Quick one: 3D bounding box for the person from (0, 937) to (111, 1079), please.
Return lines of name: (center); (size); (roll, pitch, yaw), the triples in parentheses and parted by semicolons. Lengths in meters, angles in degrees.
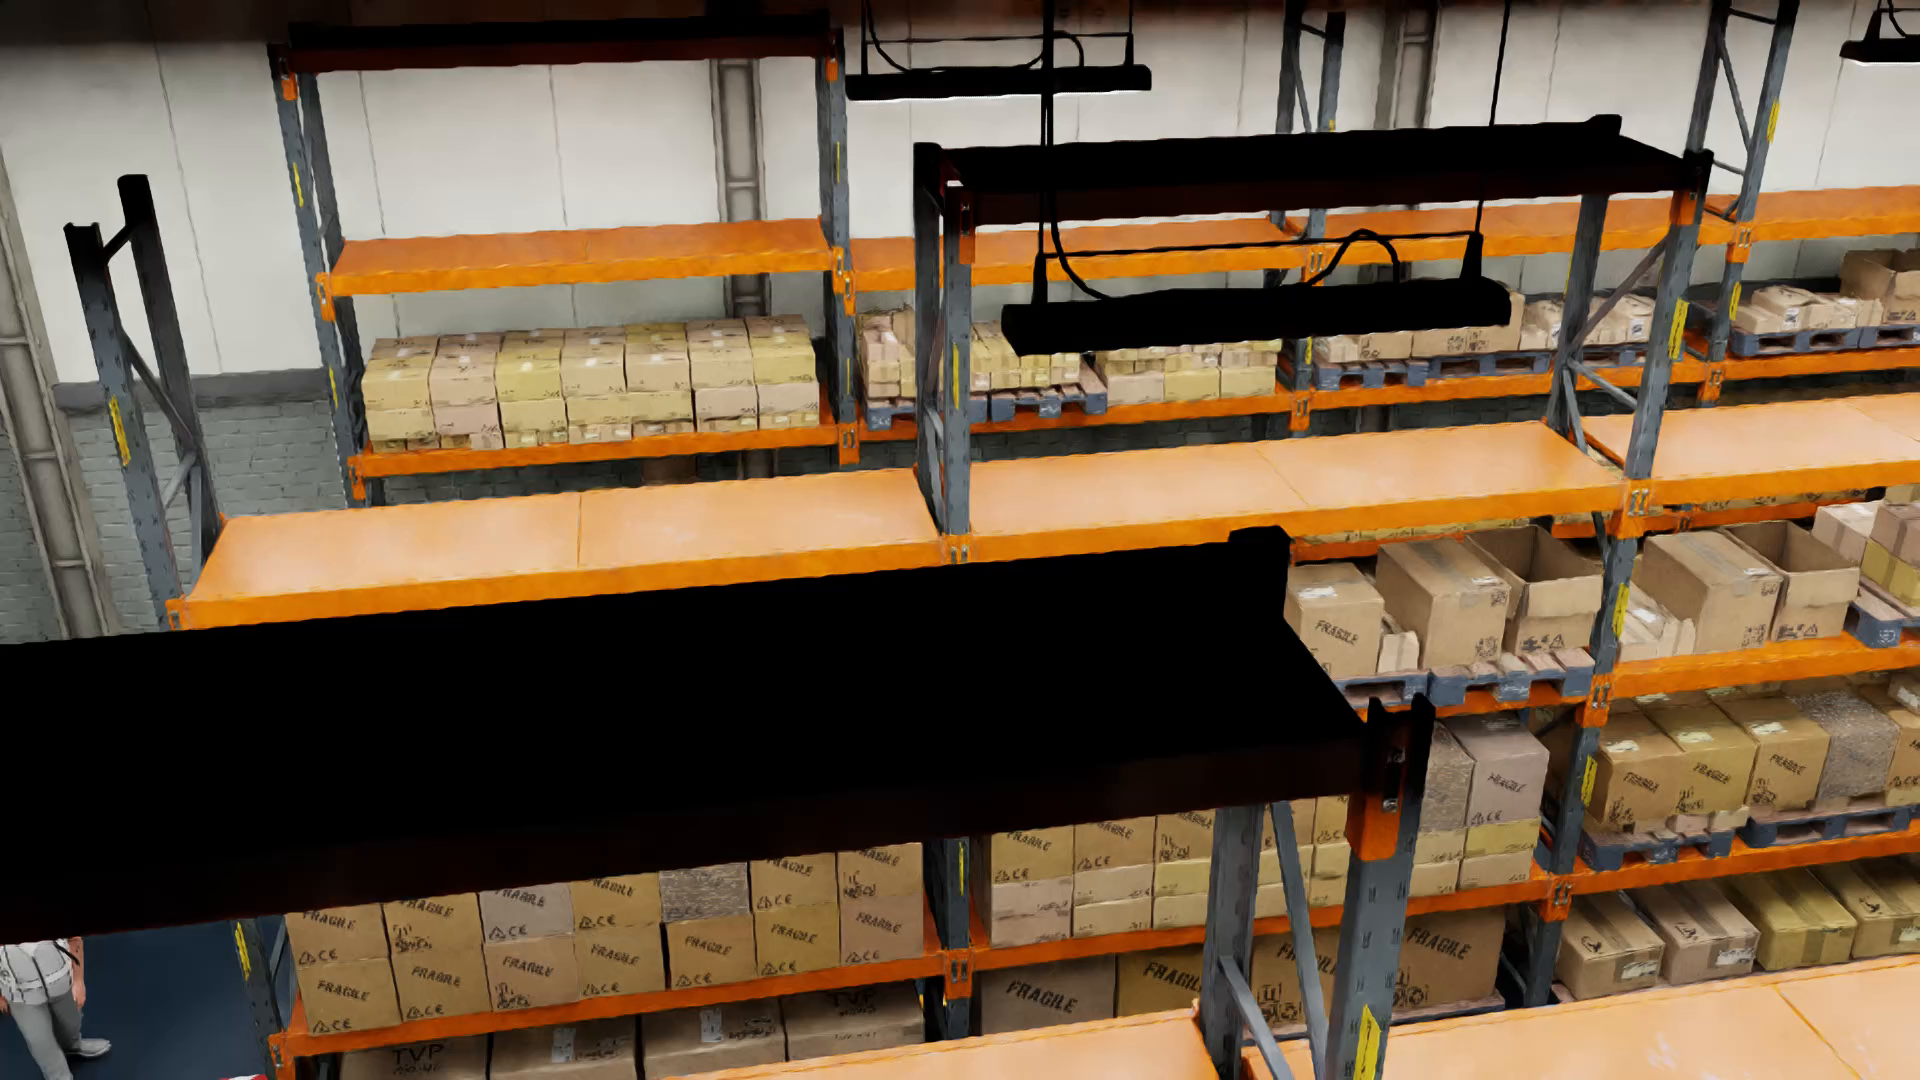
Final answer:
person: (-5.806, 2.793, 10.524); (0.571, 1.738, 0.721); (-20, 32, -35)
